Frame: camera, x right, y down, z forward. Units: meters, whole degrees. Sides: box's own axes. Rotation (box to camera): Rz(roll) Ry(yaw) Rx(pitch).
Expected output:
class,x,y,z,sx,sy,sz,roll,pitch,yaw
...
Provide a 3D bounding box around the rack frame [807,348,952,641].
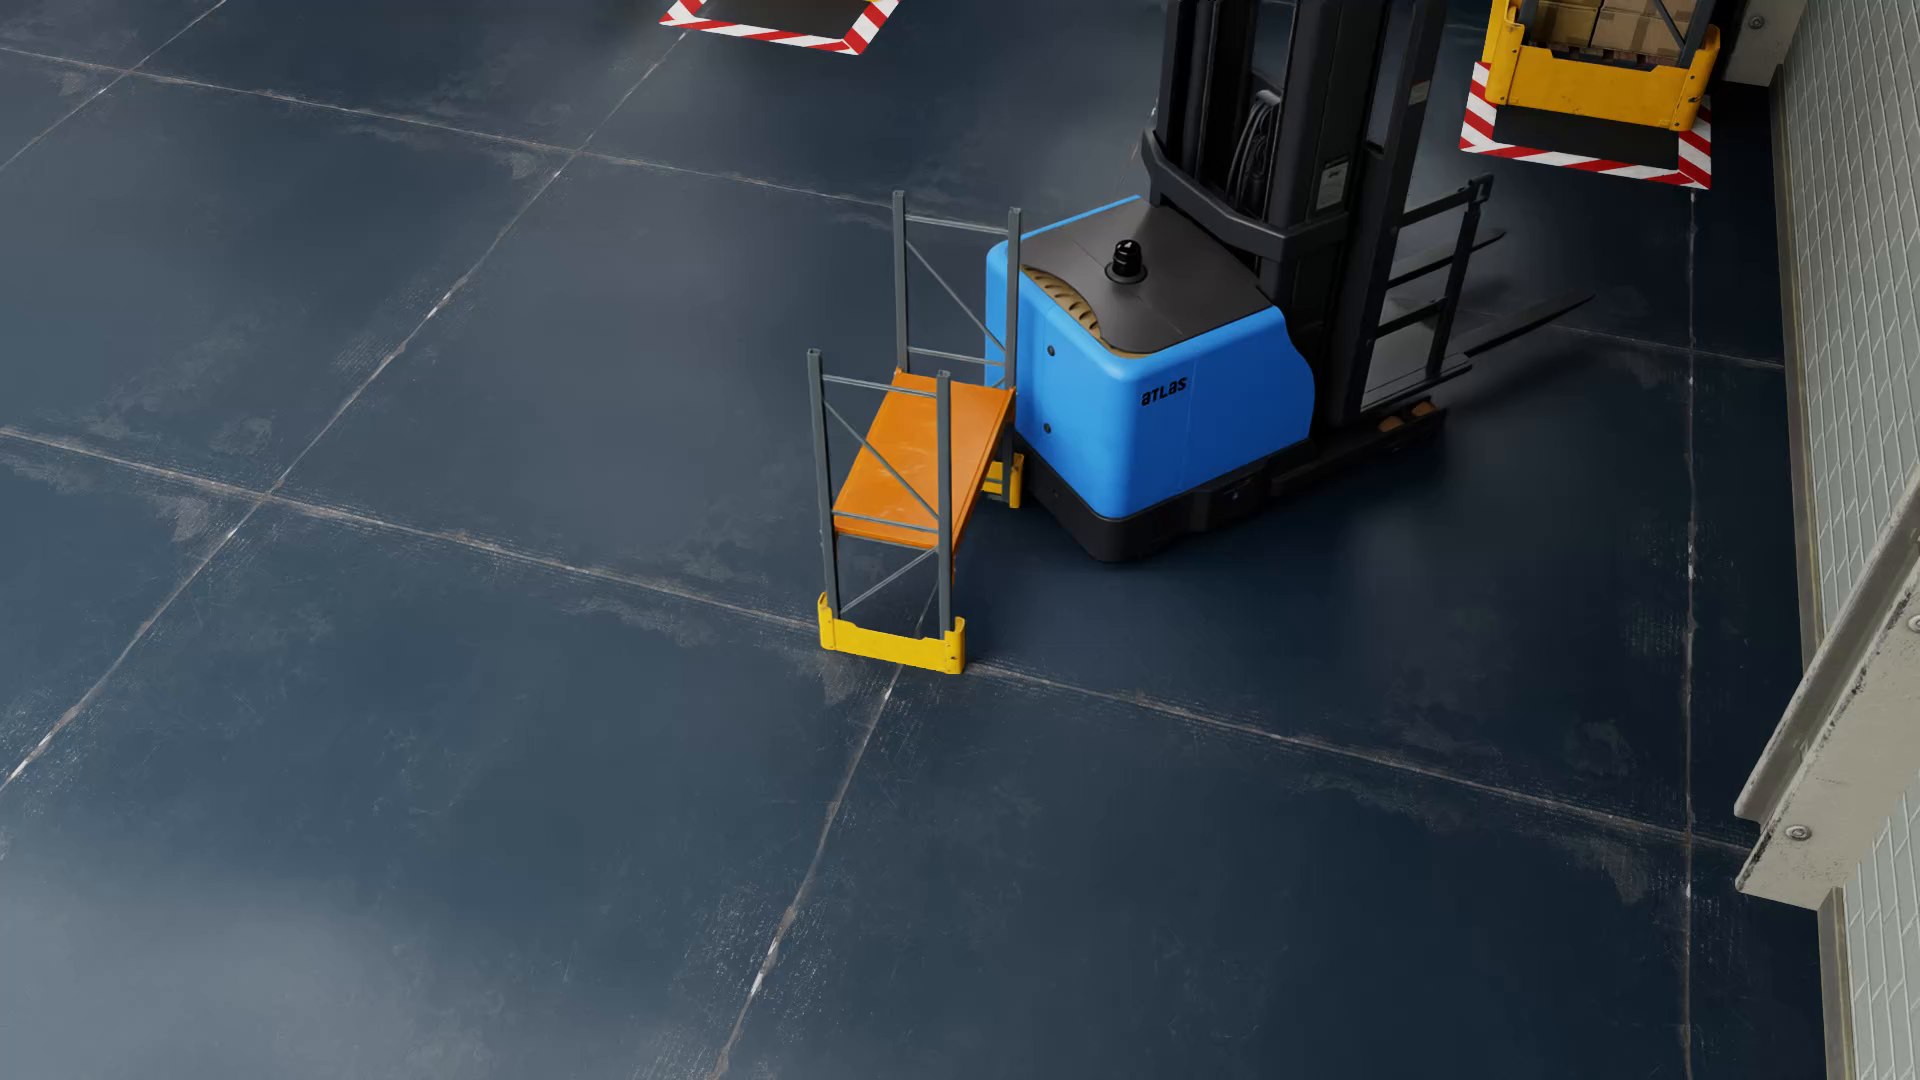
class,x,y,z,sx,sy,sz,roll,pitch,yaw
rack frame,-0.275,-0.064,6.142,0.500,1.500,0.032,11,45,11

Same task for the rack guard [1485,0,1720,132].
class,x,y,z,sx,sy,sz,roll,pitch,yaw
rack guard,3.691,-2.748,9.600,1.175,0.500,0.348,13,46,13

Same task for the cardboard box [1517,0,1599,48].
class,x,y,z,sx,sy,sz,roll,pitch,yaw
cardboard box,3.540,-3.205,9.946,0.500,0.250,0.500,13,46,13

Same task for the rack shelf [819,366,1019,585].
class,x,y,z,sx,sy,sz,roll,pitch,yaw
rack shelf,-0.144,-0.279,6.618,0.538,0.185,1.000,11,45,11

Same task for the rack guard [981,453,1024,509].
class,x,y,z,sx,sy,sz,roll,pitch,yaw
rack guard,-0.013,-0.303,7.280,0.587,0.250,0.087,11,45,11

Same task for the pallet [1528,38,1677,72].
class,x,y,z,sx,sy,sz,roll,pitch,yaw
pallet,3.890,-3.180,10.247,1.003,0.211,1.213,13,46,13

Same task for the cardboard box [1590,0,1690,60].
class,x,y,z,sx,sy,sz,roll,pitch,yaw
cardboard box,4.034,-3.111,9.849,0.500,0.250,0.500,13,46,13

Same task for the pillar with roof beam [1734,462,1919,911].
class,x,y,z,sx,sy,sz,roll,pitch,yaw
pillar with roof beam,-1.152,-2.988,3.768,9.100,9.000,0.400,13,46,13

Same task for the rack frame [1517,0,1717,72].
class,x,y,z,sx,sy,sz,roll,pitch,yaw
rack frame,3.698,-3.658,8.742,1.000,3.000,0.127,13,46,13

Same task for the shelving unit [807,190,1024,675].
class,x,y,z,sx,sy,sz,roll,pitch,yaw
shelving unit,-0.142,-0.413,6.499,0.587,1.500,1.083,11,45,11

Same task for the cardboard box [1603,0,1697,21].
class,x,y,z,sx,sy,sz,roll,pitch,yaw
cardboard box,4.039,-3.273,9.658,0.500,0.250,0.500,13,46,13

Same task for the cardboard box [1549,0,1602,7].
class,x,y,z,sx,sy,sz,roll,pitch,yaw
cardboard box,3.548,-3.394,9.781,0.500,0.250,0.500,12,46,12

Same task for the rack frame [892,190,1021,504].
class,x,y,z,sx,sy,sz,roll,pitch,yaw
rack frame,-0.013,-0.751,6.844,0.500,1.500,0.032,11,45,11

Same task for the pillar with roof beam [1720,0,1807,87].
class,x,y,z,sx,sy,sz,roll,pitch,yaw
pillar with roof beam,0.665,-6.987,7.855,9.100,9.000,0.400,13,46,13

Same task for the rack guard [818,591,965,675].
class,x,y,z,sx,sy,sz,roll,pitch,yaw
rack guard,-0.270,0.370,6.592,0.587,0.250,0.087,11,45,11

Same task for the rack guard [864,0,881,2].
class,x,y,z,sx,sy,sz,roll,pitch,yaw
rack guard,-1.010,-3.864,10.740,1.175,0.500,0.348,13,46,13

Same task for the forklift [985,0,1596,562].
class,x,y,z,sx,sy,sz,roll,pitch,yaw
forklift,1.621,-1.738,6.829,3.031,2.935,1.130,-23,49,-22
